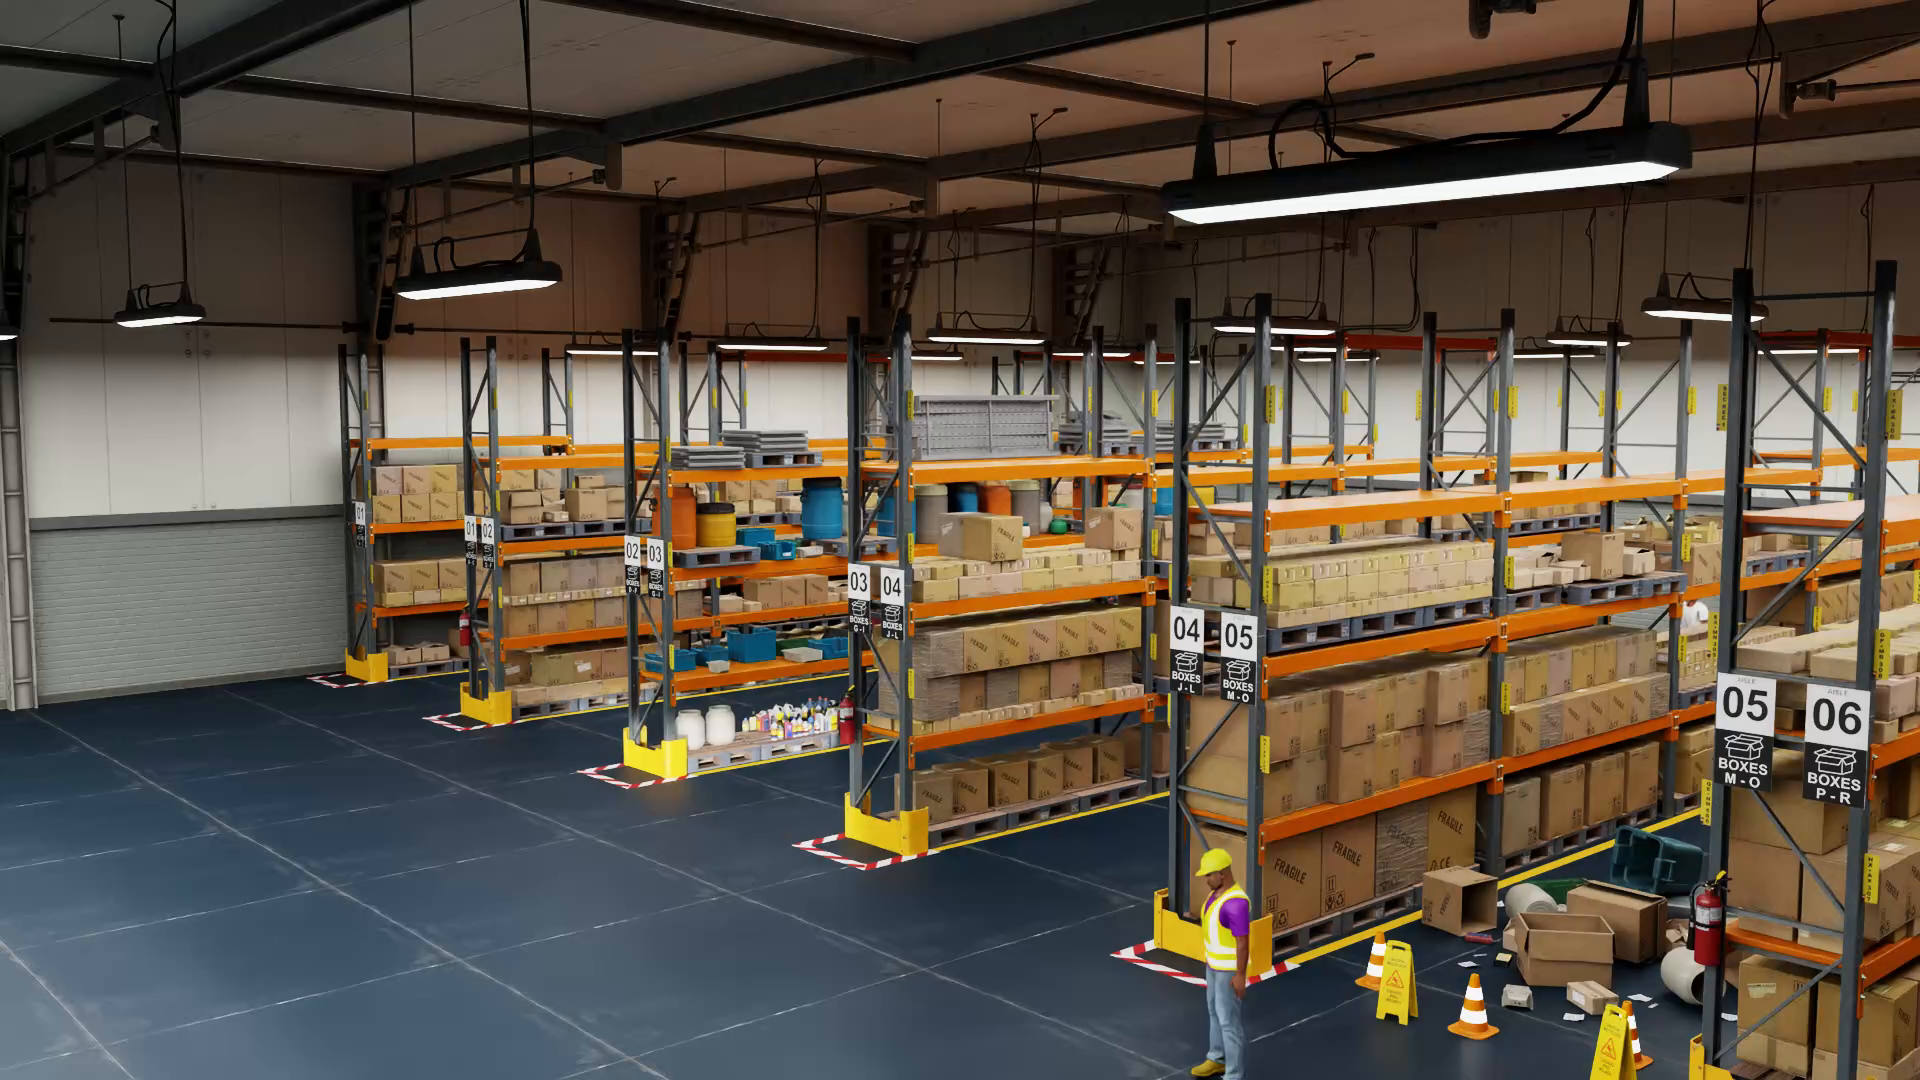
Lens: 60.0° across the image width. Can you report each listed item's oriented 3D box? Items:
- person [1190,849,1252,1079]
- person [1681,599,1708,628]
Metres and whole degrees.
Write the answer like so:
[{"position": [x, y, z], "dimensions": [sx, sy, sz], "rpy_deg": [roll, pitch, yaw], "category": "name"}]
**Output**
[{"position": [1.949, 3.172, 12.403], "dimensions": [0.410, 1.764, 0.618], "rpy_deg": [0, 5, -5], "category": "person"}, {"position": [12.940, 1.680, 29.426], "dimensions": [0.571, 1.724, 1.080], "rpy_deg": [5, 7, 44], "category": "person"}]
